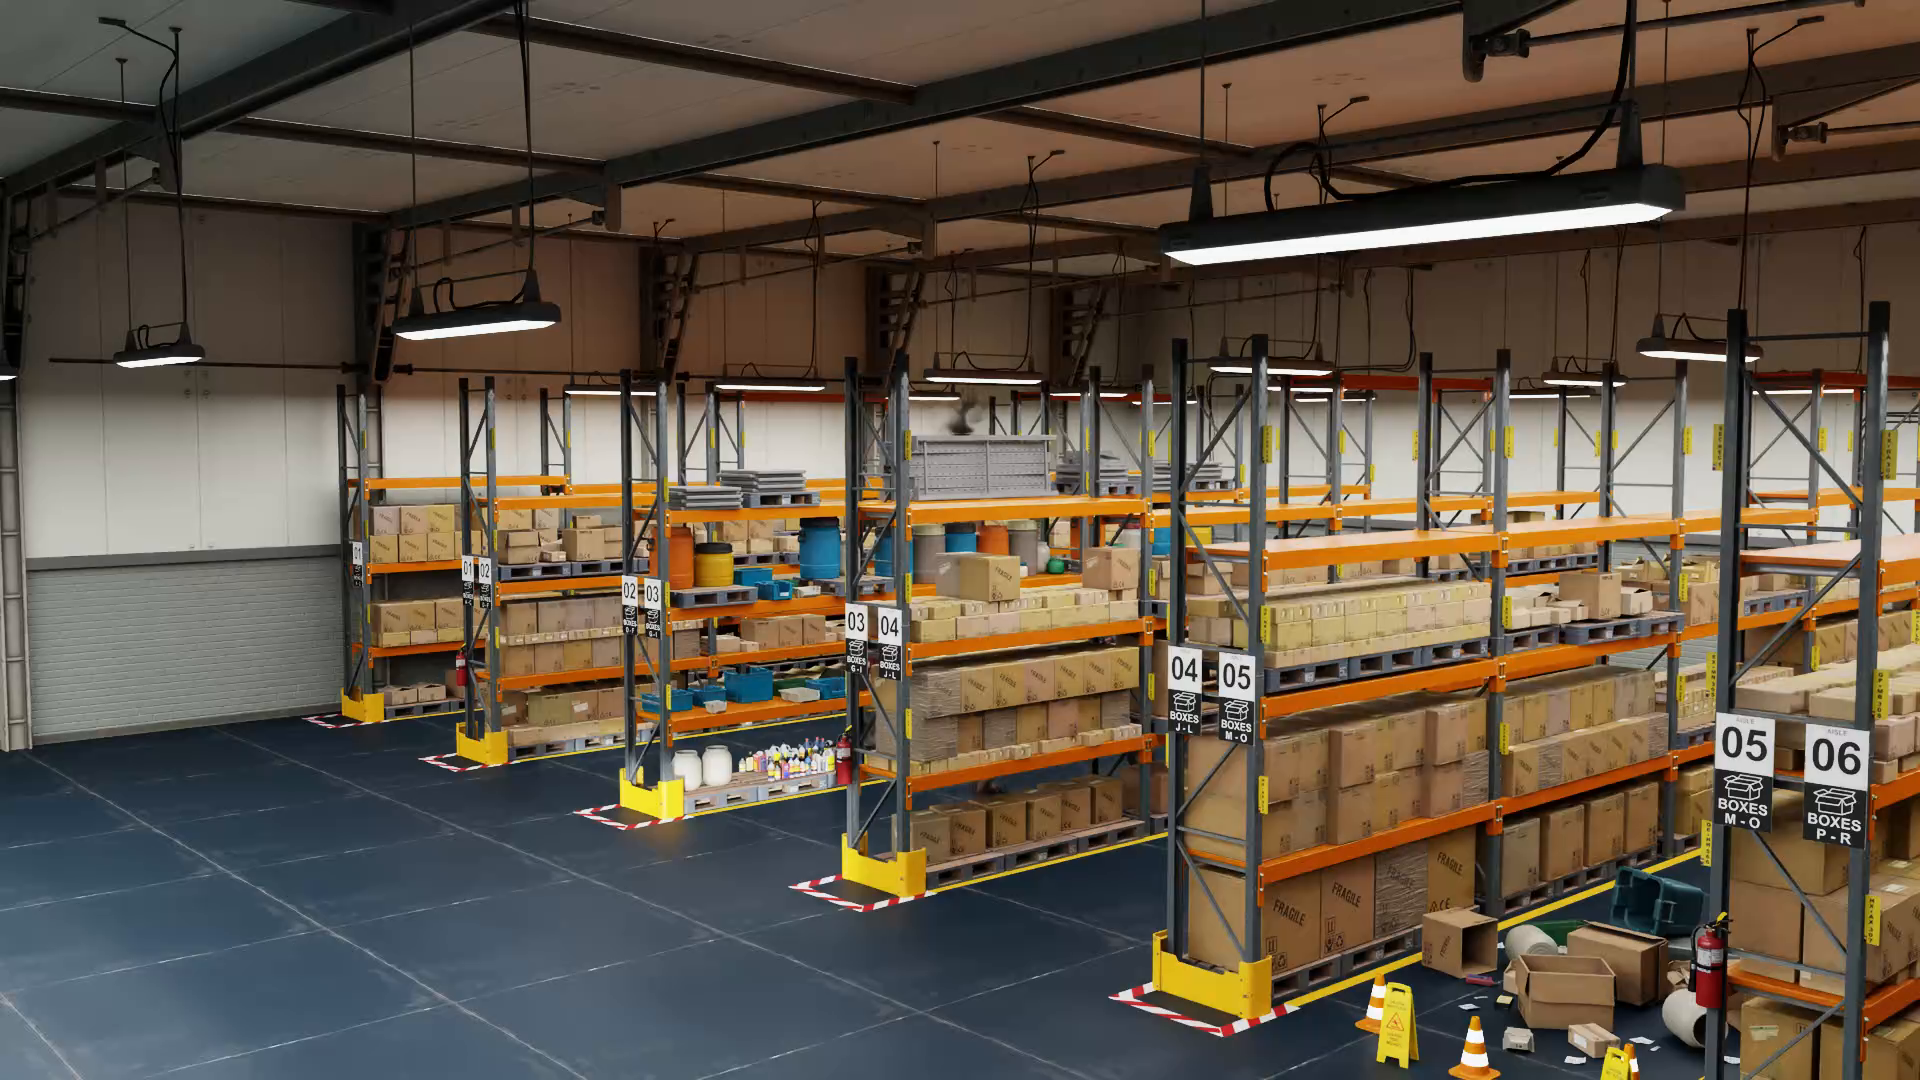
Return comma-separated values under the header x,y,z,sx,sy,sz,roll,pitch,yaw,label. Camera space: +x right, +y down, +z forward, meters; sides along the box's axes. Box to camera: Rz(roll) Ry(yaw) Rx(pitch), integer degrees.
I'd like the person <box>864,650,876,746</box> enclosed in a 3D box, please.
x,y,z,sx,sy,sz,roll,pitch,yaw,label
-1.596,2.543,27.134,0.572,1.663,0.563,-3,5,-41,person

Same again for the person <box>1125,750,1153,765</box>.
x,y,z,sx,sy,sz,roll,pitch,yaw,label
2.596,2.788,24.777,0.557,1.518,0.608,-4,5,-45,person

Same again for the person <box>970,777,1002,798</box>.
x,y,z,sx,sy,sz,roll,pitch,yaw,label
0.385,2.893,21.919,0.670,1.683,0.654,3,5,42,person
